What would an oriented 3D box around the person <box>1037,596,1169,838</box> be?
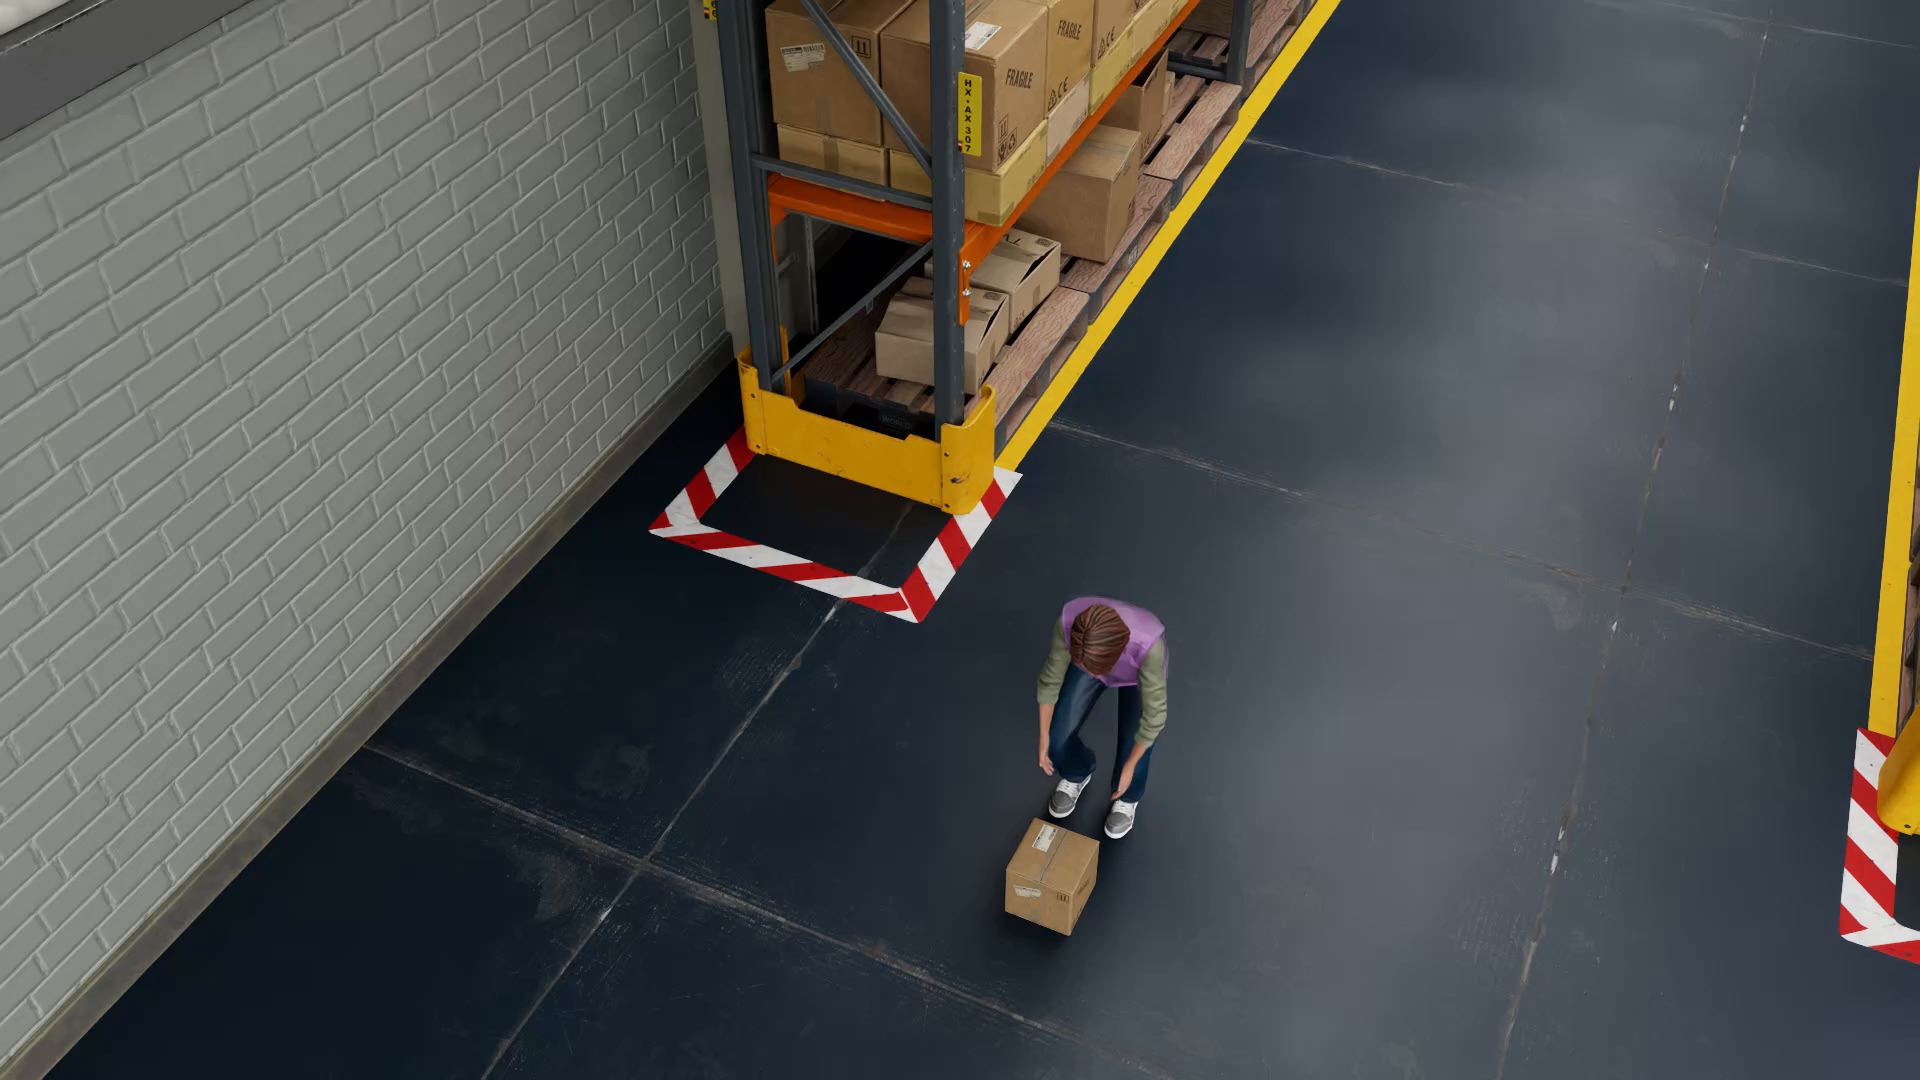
[{"bbox_3d":[0.527,0.574,5.801,0.463,1.255,0.673,18,45,18],"label":"person"}]
